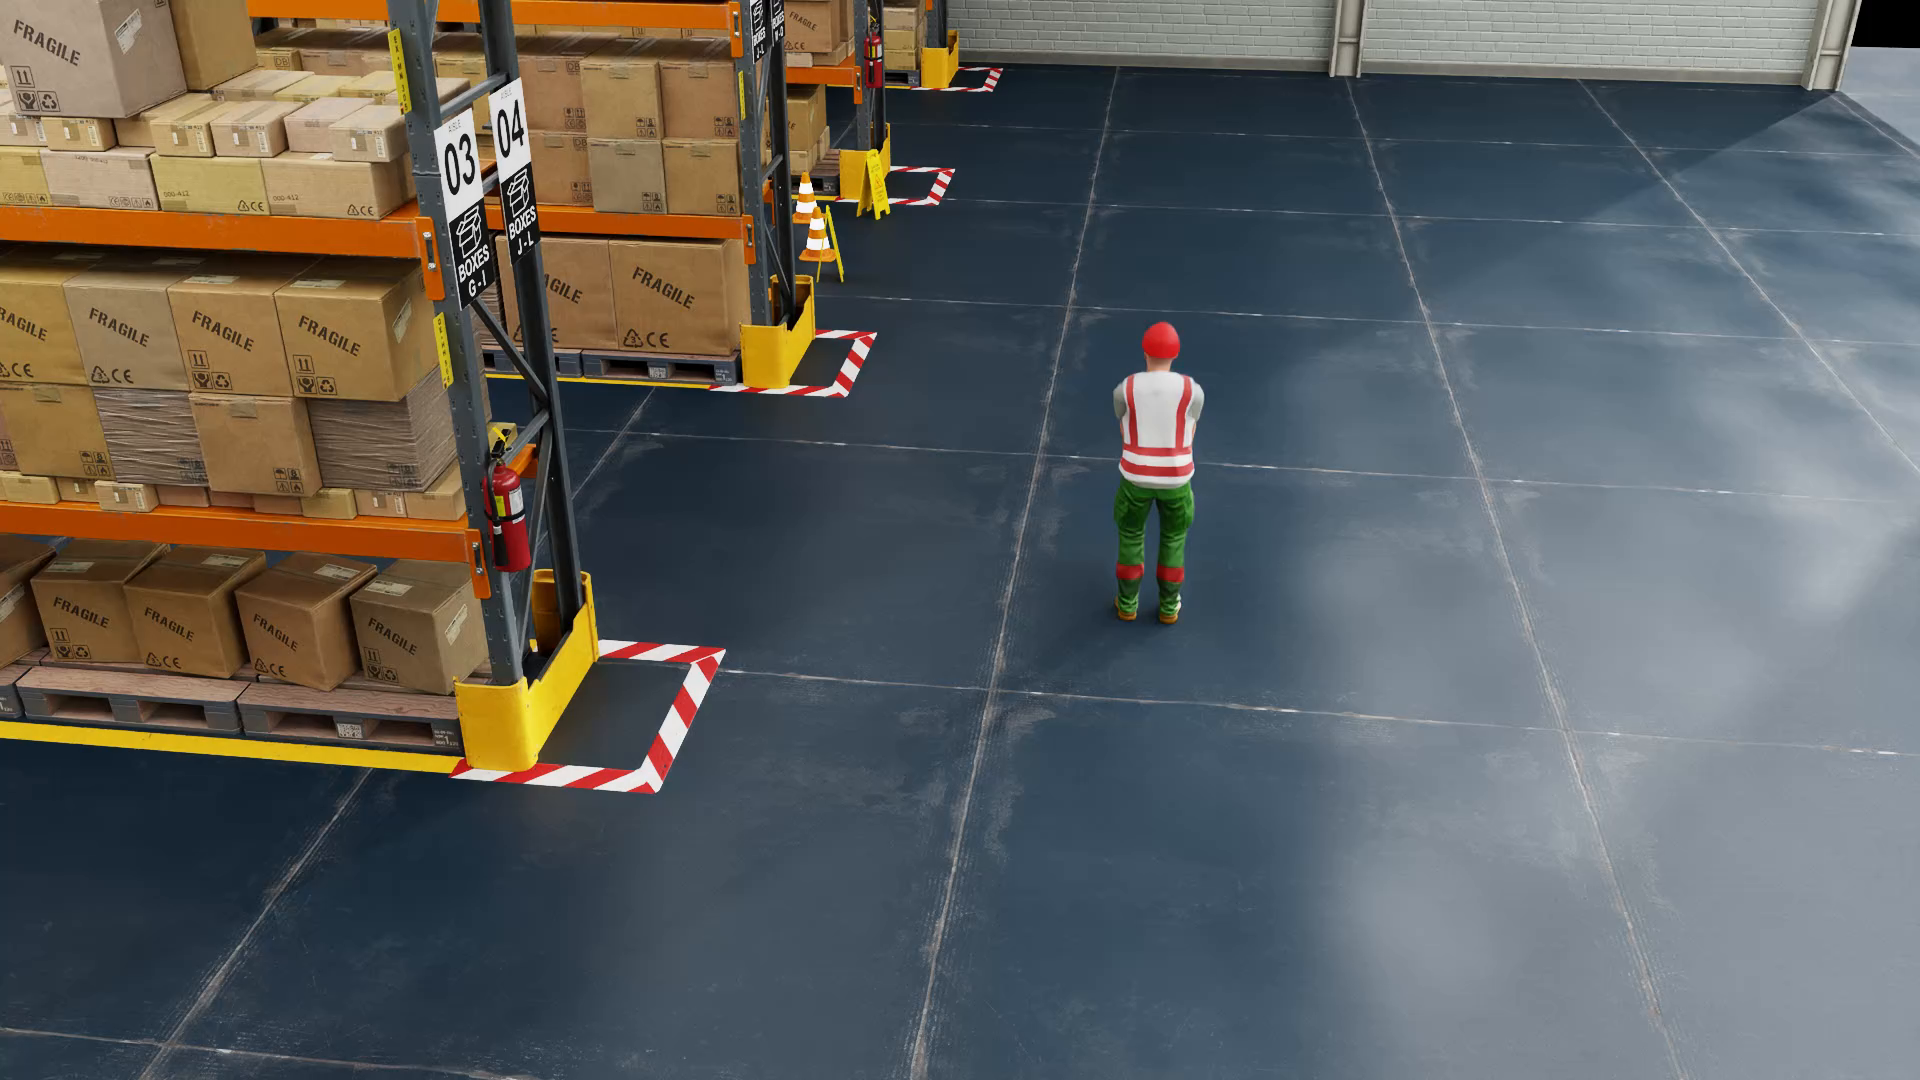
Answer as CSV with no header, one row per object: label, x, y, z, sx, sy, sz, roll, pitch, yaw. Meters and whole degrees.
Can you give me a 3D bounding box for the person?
person,1.091,-0.404,9.354,0.495,1.784,0.559,3,28,5
